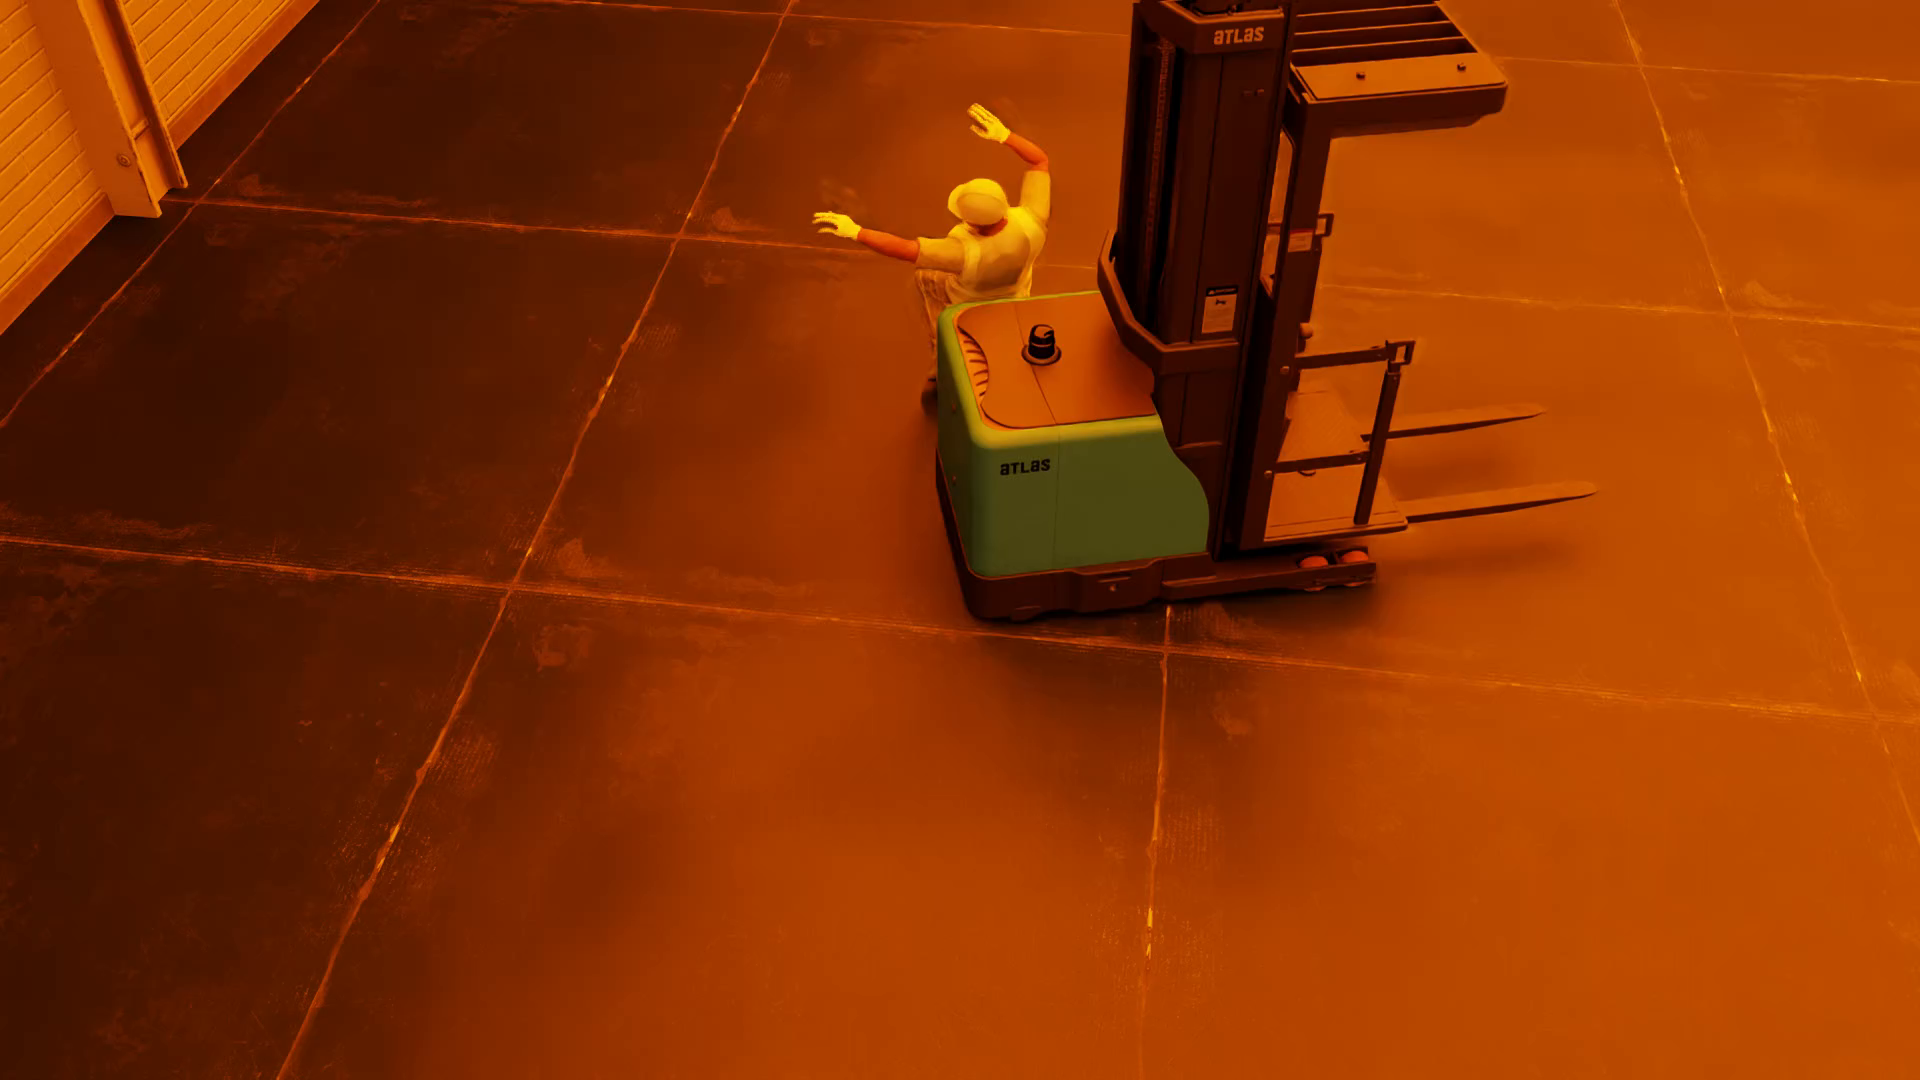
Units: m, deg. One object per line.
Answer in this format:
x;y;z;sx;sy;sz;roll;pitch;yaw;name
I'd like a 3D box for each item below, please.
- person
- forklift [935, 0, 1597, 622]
-0.147;-1.311;8.130;1.143;1.654;0.832;-7;43;-7;person
1.449;-1.192;7.022;3.031;2.935;1.130;-7;43;-7;forklift
